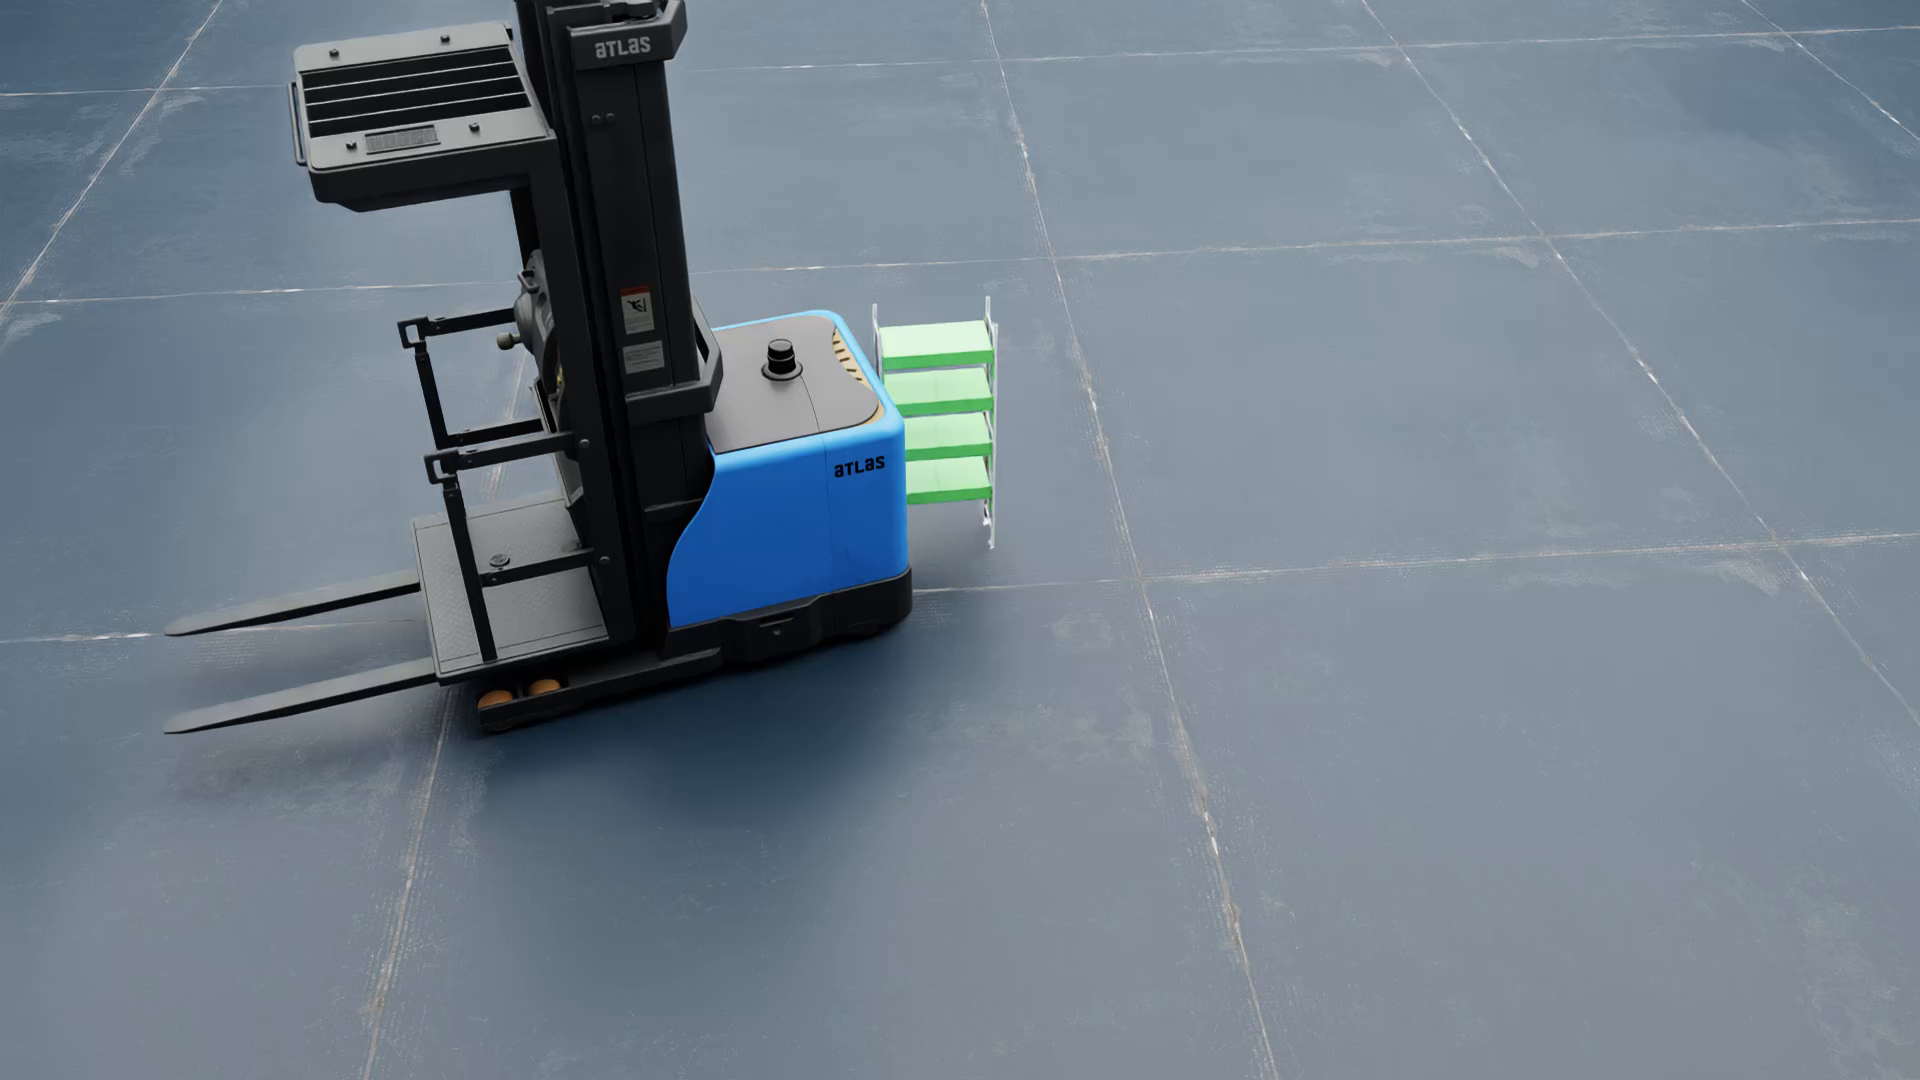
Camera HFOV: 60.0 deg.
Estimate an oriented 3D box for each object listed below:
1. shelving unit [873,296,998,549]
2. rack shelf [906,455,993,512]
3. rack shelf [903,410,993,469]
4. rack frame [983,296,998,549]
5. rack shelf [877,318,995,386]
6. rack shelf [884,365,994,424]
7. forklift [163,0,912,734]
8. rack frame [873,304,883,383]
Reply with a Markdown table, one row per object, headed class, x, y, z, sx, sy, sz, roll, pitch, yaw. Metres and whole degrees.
| class | x | y | z | sx | sy | sz | roll | pitch | yaw |
| --- | --- | --- | --- | --- | --- | --- | --- | --- | --- |
| shelving unit | -0.108 | -0.482 | 7.393 | 0.503 | 1.200 | 0.258 | -5 | 39 | -6 |
| rack shelf | -0.108 | -0.244 | 7.581 | 0.480 | 0.148 | 0.258 | -5 | 39 | -6 |
| rack shelf | -0.108 | -0.432 | 7.432 | 0.480 | 0.148 | 0.258 | -5 | 39 | -6 |
| rack frame | 0.134 | -0.502 | 7.418 | 0.015 | 1.200 | 0.240 | -5 | 39 | -6 |
| rack shelf | -0.108 | -0.809 | 7.135 | 0.480 | 0.148 | 0.258 | -5 | 39 | -6 |
| rack shelf | -0.108 | -0.621 | 7.284 | 0.480 | 0.148 | 0.258 | -5 | 39 | -6 |
| forklift | -1.781 | -0.745 | 6.328 | 3.031 | 2.935 | 1.130 | -13 | 40 | -16 |
| rack frame | -0.350 | -0.462 | 7.367 | 0.015 | 1.200 | 0.240 | -5 | 39 | -6 |
